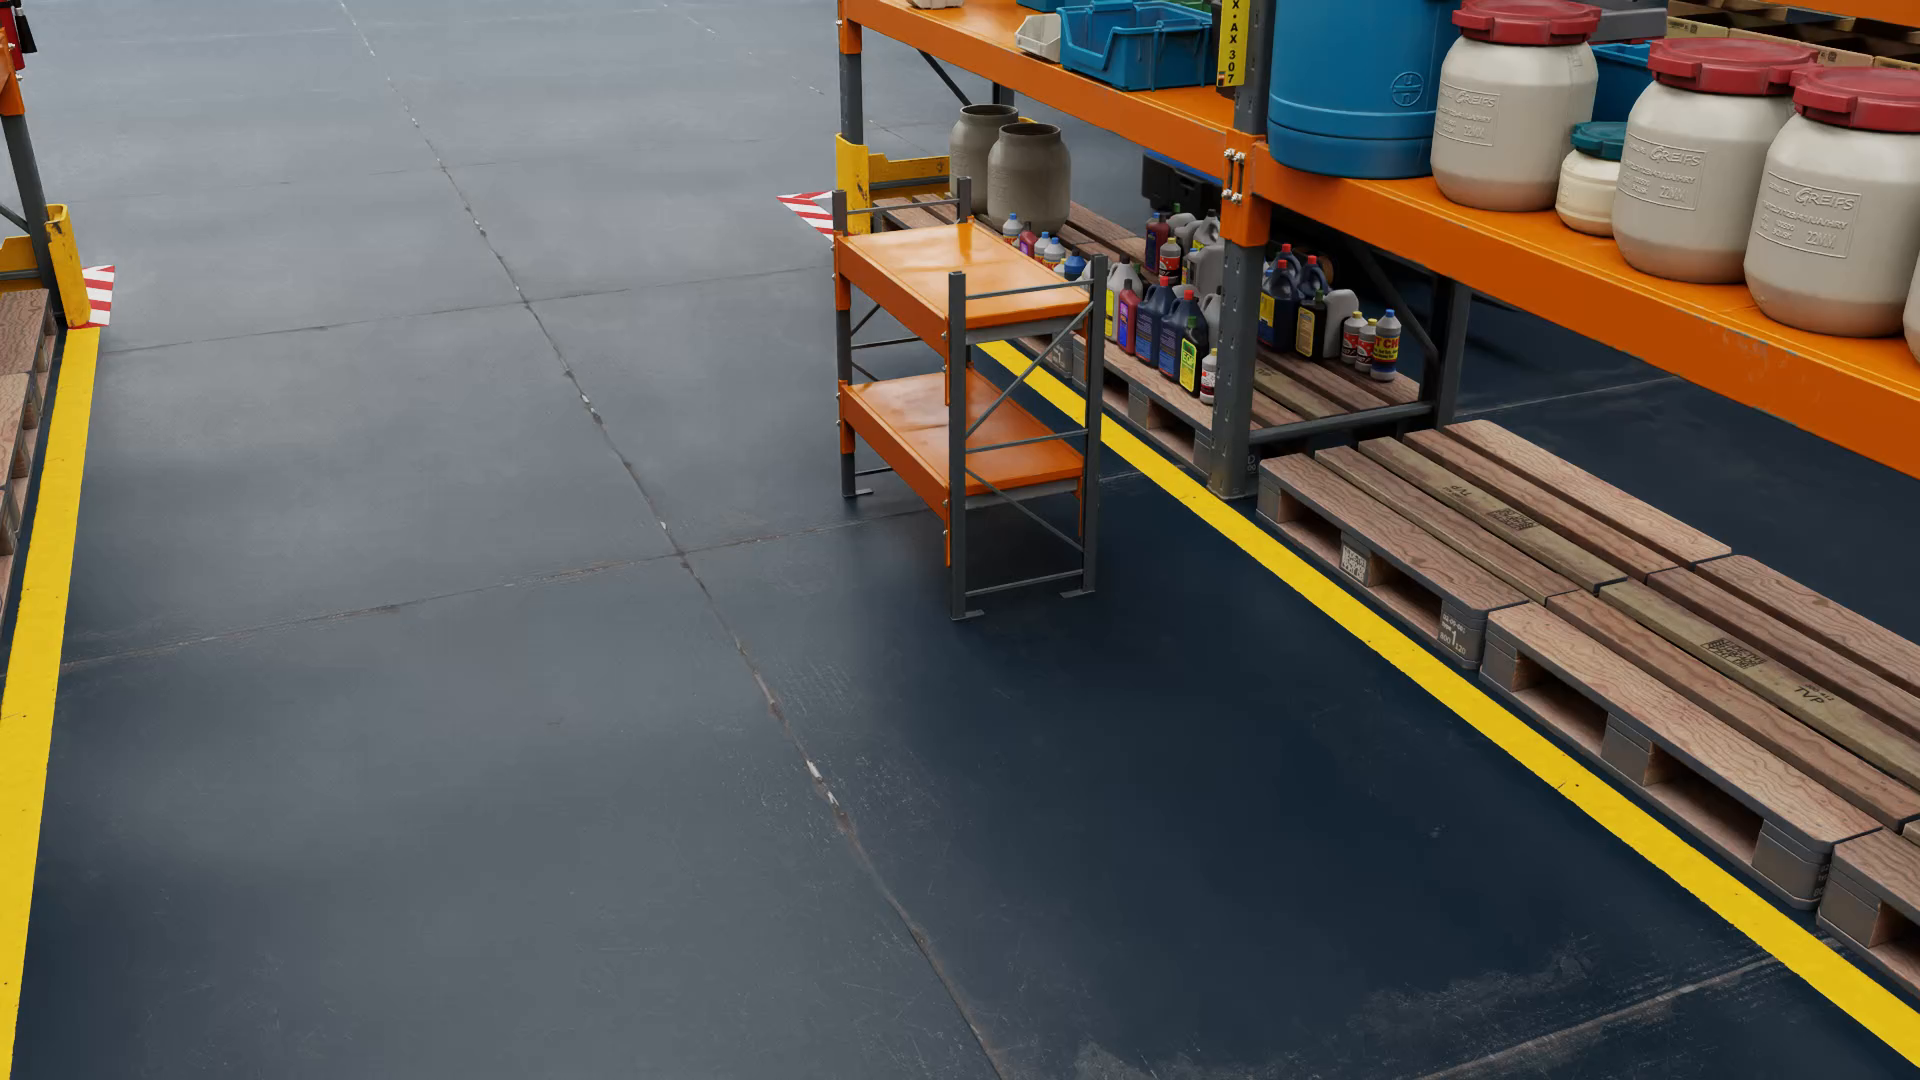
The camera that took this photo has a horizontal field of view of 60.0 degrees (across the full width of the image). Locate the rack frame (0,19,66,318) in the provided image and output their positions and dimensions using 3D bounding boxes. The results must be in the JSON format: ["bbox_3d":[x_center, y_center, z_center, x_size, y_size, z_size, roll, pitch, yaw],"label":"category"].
[{"bbox_3d":[-4.732,-2.357,7.158,1.000,3.000,0.127,-11,28,-21],"label":"rack frame"}]

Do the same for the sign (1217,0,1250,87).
[{"bbox_3d":[0.881,-1.627,5.348,0.100,0.325,0.005,-11,28,-21],"label":"sign"}]

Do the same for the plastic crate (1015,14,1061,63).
[{"bbox_3d":[0.523,-2.086,6.905,0.530,0.136,0.437,-11,28,-21],"label":"plastic crate"}]

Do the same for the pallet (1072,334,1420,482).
[{"bbox_3d":[1.167,-0.618,6.775,1.003,0.211,1.213,-11,28,-21],"label":"pallet"}]

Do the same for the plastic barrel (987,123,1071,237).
[{"bbox_3d":[0.350,-1.824,8.423,0.421,0.512,0.421,0,26,0],"label":"plastic barrel"}]

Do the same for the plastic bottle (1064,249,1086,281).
[{"bbox_3d":[0.501,-1.133,7.261,0.097,0.271,0.097,0,26,0],"label":"plastic bottle"}]

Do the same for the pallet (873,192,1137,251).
[{"bbox_3d":[0.212,-1.603,8.793,1.003,0.211,1.213,-11,28,-21],"label":"pallet"}]

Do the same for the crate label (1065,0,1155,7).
[{"bbox_3d":[0.795,-2.527,7.467,0.502,0.435,0.616,-11,28,-21],"label":"crate label"}]

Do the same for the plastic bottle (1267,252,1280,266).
[{"bbox_3d":[1.357,-1.117,7.214,0.061,0.283,0.133,-9,28,-18],"label":"plastic bottle"}]

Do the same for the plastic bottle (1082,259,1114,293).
[{"bbox_3d":[0.613,-1.051,7.087,0.152,0.276,0.135,-10,28,-20],"label":"plastic bottle"}]

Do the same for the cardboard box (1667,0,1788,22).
[{"bbox_3d":[4.868,-3.182,10.649,0.500,0.500,0.500,-11,28,-21],"label":"cardboard box"}]

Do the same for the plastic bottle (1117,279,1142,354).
[{"bbox_3d":[0.697,-0.917,6.803,0.061,0.283,0.133,-9,27,-17],"label":"plastic bottle"}]

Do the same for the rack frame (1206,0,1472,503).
[{"bbox_3d":[1.392,-1.593,5.594,1.000,3.000,0.127,-11,28,-21],"label":"rack frame"}]

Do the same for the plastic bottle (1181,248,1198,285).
[{"bbox_3d":[1.050,-1.215,7.507,0.097,0.201,0.097,0,26,0],"label":"plastic bottle"}]

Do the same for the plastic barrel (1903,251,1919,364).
[{"bbox_3d":[2.194,-0.577,3.385,0.421,0.512,0.421,0,26,0],"label":"plastic barrel"}]

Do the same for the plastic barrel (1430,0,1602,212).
[{"bbox_3d":[1.565,-1.230,4.696,0.433,0.535,0.433,0,26,0],"label":"plastic barrel"}]

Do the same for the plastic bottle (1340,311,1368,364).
[{"bbox_3d":[1.591,-0.819,6.697,0.097,0.201,0.097,0,26,0],"label":"plastic bottle"}]

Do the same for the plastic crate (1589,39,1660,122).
[{"bbox_3d":[2.110,-1.194,4.795,0.392,0.384,0.575,-11,28,-21],"label":"plastic crate"}]

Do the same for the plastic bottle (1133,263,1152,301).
[{"bbox_3d":[0.757,-1.016,7.007,0.061,0.283,0.133,-11,28,-21],"label":"plastic bottle"}]

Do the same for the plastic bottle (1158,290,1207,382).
[{"bbox_3d":[0.874,-0.811,6.509,0.144,0.351,0.185,-11,28,-22],"label":"plastic bottle"}]

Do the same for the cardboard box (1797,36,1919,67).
[{"bbox_3d":[4.975,-2.487,9.225,0.500,0.500,0.500,-11,28,-21],"label":"cardboard box"}]

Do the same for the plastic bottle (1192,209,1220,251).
[{"bbox_3d":[1.144,-1.320,7.553,0.144,0.351,0.185,-9,28,-18],"label":"plastic bottle"}]

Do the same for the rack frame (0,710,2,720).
[{"bbox_3d":[-3.166,-0.742,3.851,1.000,3.000,0.127,-11,28,-21],"label":"rack frame"}]

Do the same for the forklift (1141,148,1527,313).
[{"bbox_3d":[2.129,-2.783,8.110,1.130,2.935,3.031,-11,28,-22],"label":"forklift"}]

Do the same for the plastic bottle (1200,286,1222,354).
[{"bbox_3d":[1.007,-0.835,6.560,0.144,0.351,0.185,-11,28,-21],"label":"plastic bottle"}]

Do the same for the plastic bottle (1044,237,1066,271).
[{"bbox_3d":[0.422,-1.215,7.428,0.097,0.271,0.097,0,26,0],"label":"plastic bottle"}]

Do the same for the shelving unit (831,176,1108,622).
[{"bbox_3d":[0.003,-0.503,5.498,0.538,1.125,1.048,-11,28,-21],"label":"shelving unit"}]

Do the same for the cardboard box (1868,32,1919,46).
[{"bbox_3d":[5.468,-2.579,9.413,0.500,0.500,0.500,-11,28,-21],"label":"cardboard box"}]

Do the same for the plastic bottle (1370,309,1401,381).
[{"bbox_3d":[1.670,-0.769,6.513,0.097,0.271,0.097,0,26,0],"label":"plastic bottle"}]

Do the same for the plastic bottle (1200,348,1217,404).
[{"bbox_3d":[0.963,-0.626,6.301,0.097,0.201,0.097,0,26,0],"label":"plastic bottle"}]

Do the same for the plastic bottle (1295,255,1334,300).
[{"bbox_3d":[1.457,-0.997,6.892,0.144,0.351,0.185,-10,28,-19],"label":"plastic bottle"}]

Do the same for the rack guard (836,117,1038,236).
[{"bbox_3d":[-0.102,-2.062,9.403,1.175,0.500,0.348,-11,28,-21],"label":"rack guard"}]

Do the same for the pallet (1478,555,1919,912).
[{"bbox_3d":[2.217,0.464,4.560,1.003,0.211,1.213,-11,28,-21],"label":"pallet"}]

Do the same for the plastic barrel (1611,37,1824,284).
[{"bbox_3d":[1.852,-0.934,4.089,0.433,0.535,0.433,0,26,0],"label":"plastic barrel"}]

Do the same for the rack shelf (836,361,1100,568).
[{"bbox_3d":[0.003,-0.283,5.605,0.538,0.278,1.000,-11,28,-21],"label":"rack shelf"}]

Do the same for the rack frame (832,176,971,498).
[{"bbox_3d":[-0.196,-0.708,5.918,0.500,1.125,0.032,-11,28,-21],"label":"rack frame"}]

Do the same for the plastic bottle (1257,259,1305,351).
[{"bbox_3d":[1.325,-0.973,6.841,0.144,0.351,0.185,-11,28,-21],"label":"plastic bottle"}]

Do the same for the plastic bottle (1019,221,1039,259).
[{"bbox_3d":[0.320,-1.305,7.598,0.061,0.283,0.133,-10,28,-20],"label":"plastic bottle"}]

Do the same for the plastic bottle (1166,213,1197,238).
[{"bbox_3d":[1.021,-1.409,7.820,0.152,0.276,0.135,-10,28,-20],"label":"plastic bottle"}]

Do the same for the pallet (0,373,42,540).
[{"bbox_3d":[-3.943,-0.247,6.016,1.003,0.211,1.213,-11,28,-21],"label":"pallet"}]

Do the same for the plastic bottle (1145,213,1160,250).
[{"bbox_3d":[0.948,-1.482,8.054,0.097,0.201,0.097,0,26,0],"label":"plastic bottle"}]

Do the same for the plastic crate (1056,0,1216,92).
[{"bbox_3d":[0.709,-1.926,6.446,0.499,0.251,0.616,-11,28,-21],"label":"plastic crate"}]

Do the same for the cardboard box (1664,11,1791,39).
[{"bbox_3d":[4.587,-2.891,10.053,0.500,0.500,0.500,-11,28,-21],"label":"cardboard box"}]

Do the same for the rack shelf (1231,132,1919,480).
[{"bbox_3d":[2.175,-0.462,4.098,1.077,0.370,4.000,-11,28,-21],"label":"rack shelf"}]

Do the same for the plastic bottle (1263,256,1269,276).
[{"bbox_3d":[1.292,-1.091,7.174,0.097,0.271,0.097,0,26,0],"label":"plastic bottle"}]

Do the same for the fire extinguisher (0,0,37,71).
[{"bbox_3d":[-4.353,-2.447,7.432,0.296,0.674,0.183,-11,28,-21],"label":"fire extinguisher"}]

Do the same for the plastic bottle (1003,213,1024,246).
[{"bbox_3d":[0.249,-1.394,7.794,0.097,0.271,0.097,0,26,0],"label":"plastic bottle"}]
